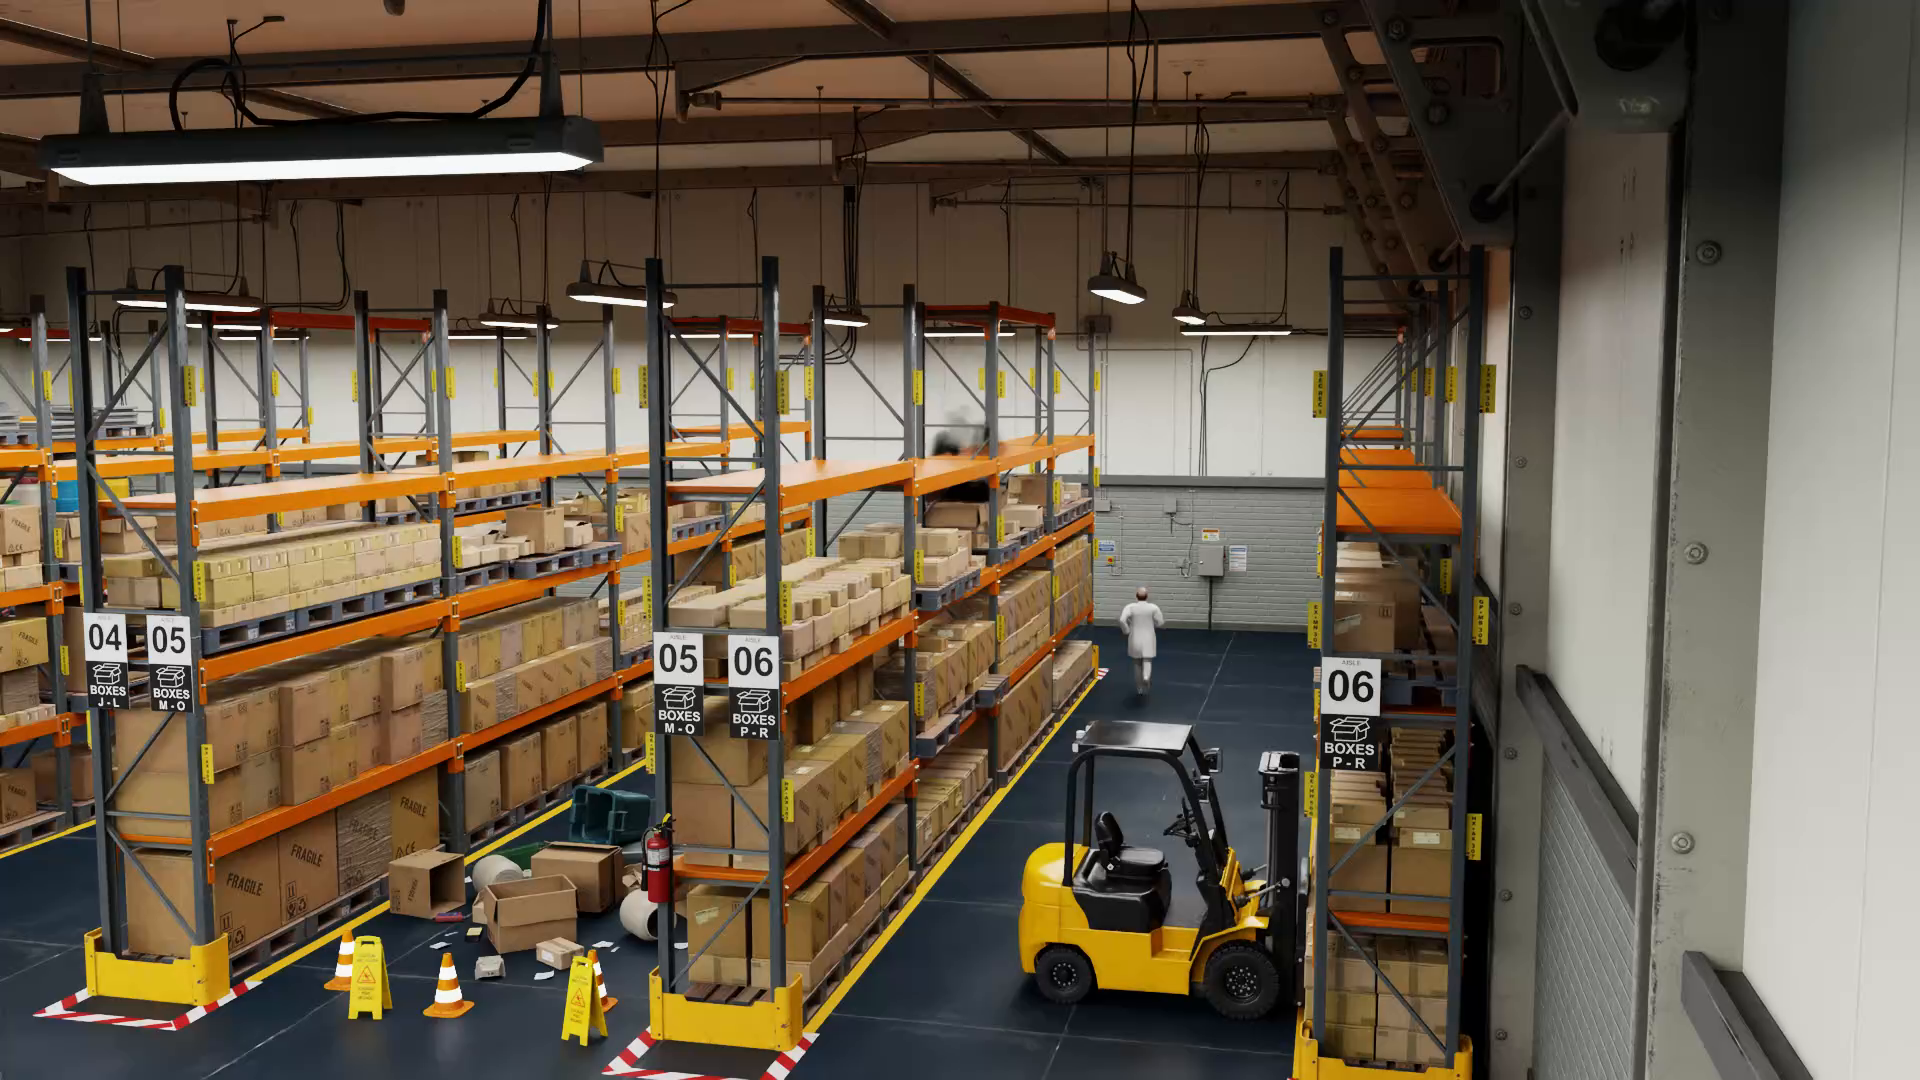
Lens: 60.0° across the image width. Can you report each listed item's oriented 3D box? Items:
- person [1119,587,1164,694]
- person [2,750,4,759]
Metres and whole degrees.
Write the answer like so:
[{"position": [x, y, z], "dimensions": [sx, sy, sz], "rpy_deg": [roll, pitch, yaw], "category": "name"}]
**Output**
[{"position": [2.870, 1.615, 26.297], "dimensions": [0.712, 1.756, 1.031], "rpy_deg": [1, 6, 5], "category": "person"}, {"position": [-12.480, 2.159, 21.261], "dimensions": [0.645, 1.789, 0.768], "rpy_deg": [1, 6, 6], "category": "person"}]
